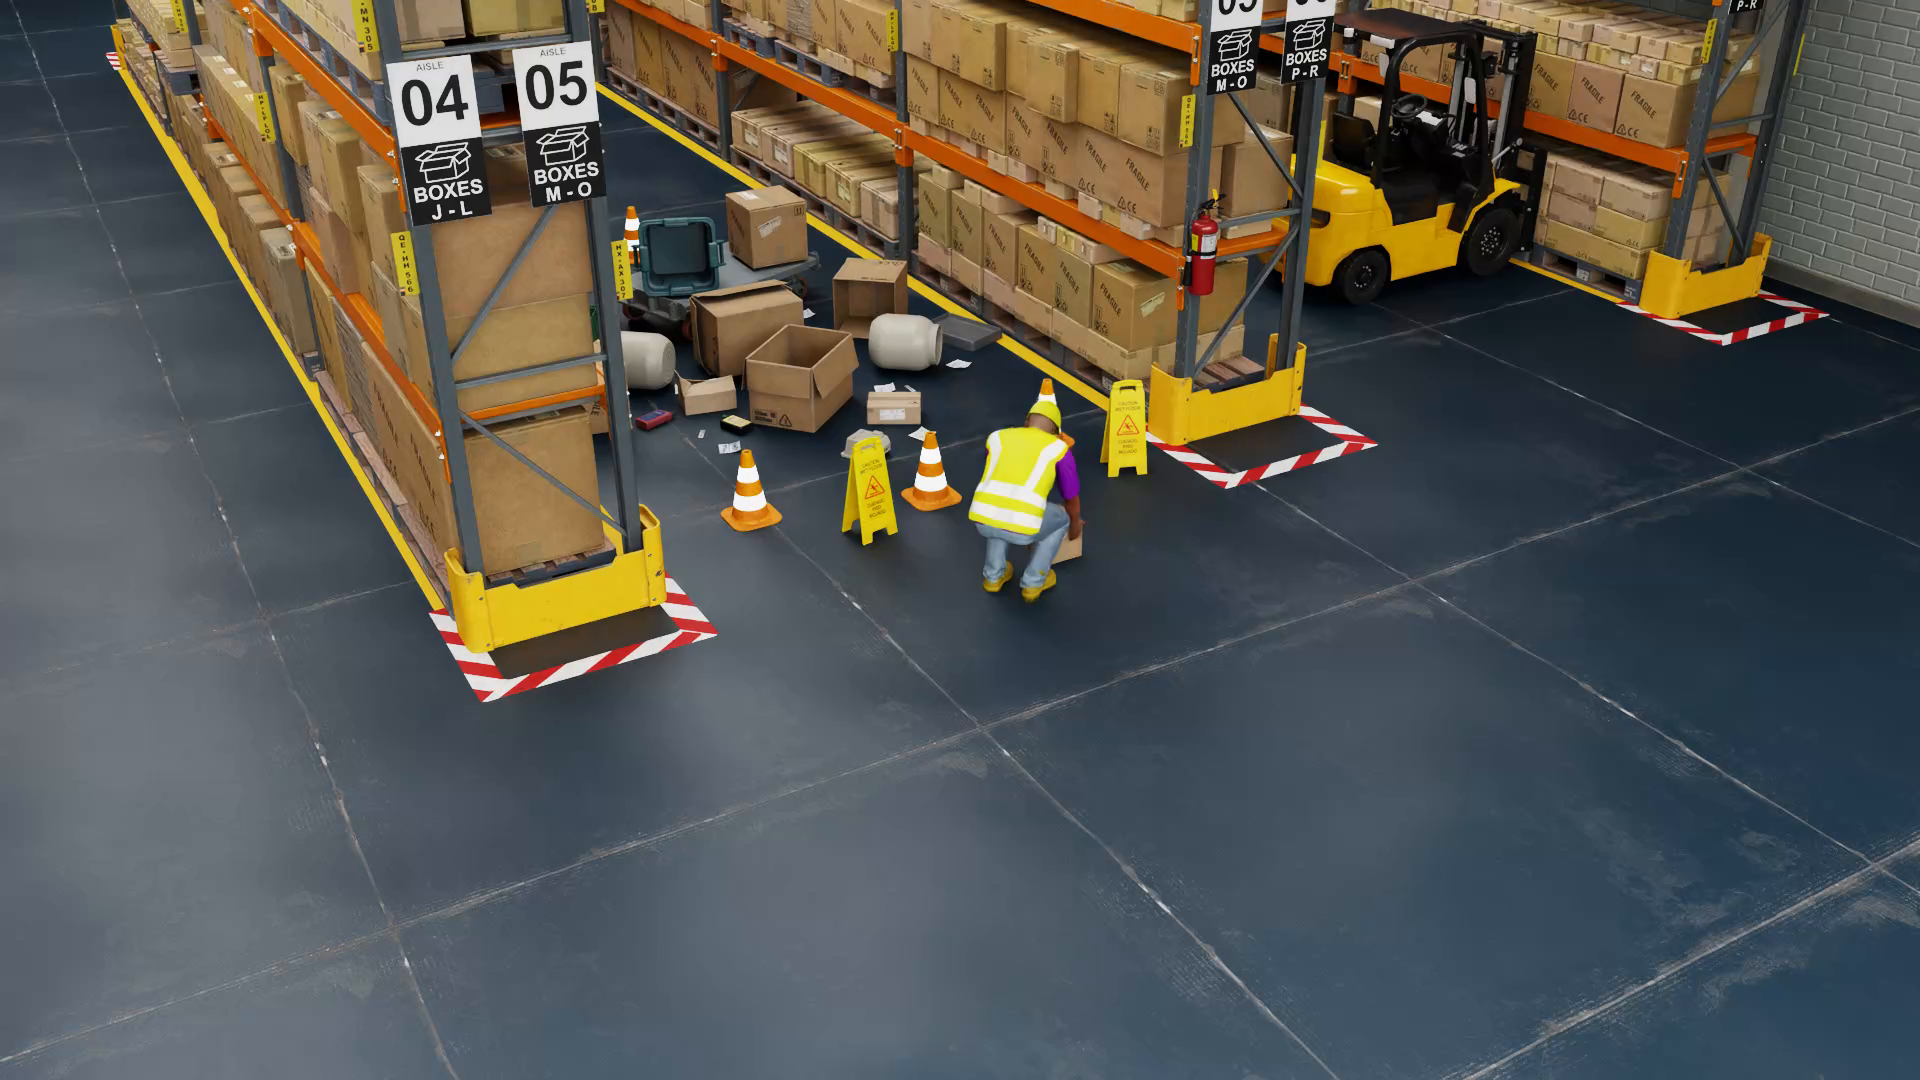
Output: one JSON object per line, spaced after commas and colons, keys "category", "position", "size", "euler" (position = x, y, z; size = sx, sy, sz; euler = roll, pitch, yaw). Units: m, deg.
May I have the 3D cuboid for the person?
{"category": "person", "position": [0.356, -0.225, 9.731], "size": [0.584, 1.017, 0.887], "euler": [15, 32, 26]}
